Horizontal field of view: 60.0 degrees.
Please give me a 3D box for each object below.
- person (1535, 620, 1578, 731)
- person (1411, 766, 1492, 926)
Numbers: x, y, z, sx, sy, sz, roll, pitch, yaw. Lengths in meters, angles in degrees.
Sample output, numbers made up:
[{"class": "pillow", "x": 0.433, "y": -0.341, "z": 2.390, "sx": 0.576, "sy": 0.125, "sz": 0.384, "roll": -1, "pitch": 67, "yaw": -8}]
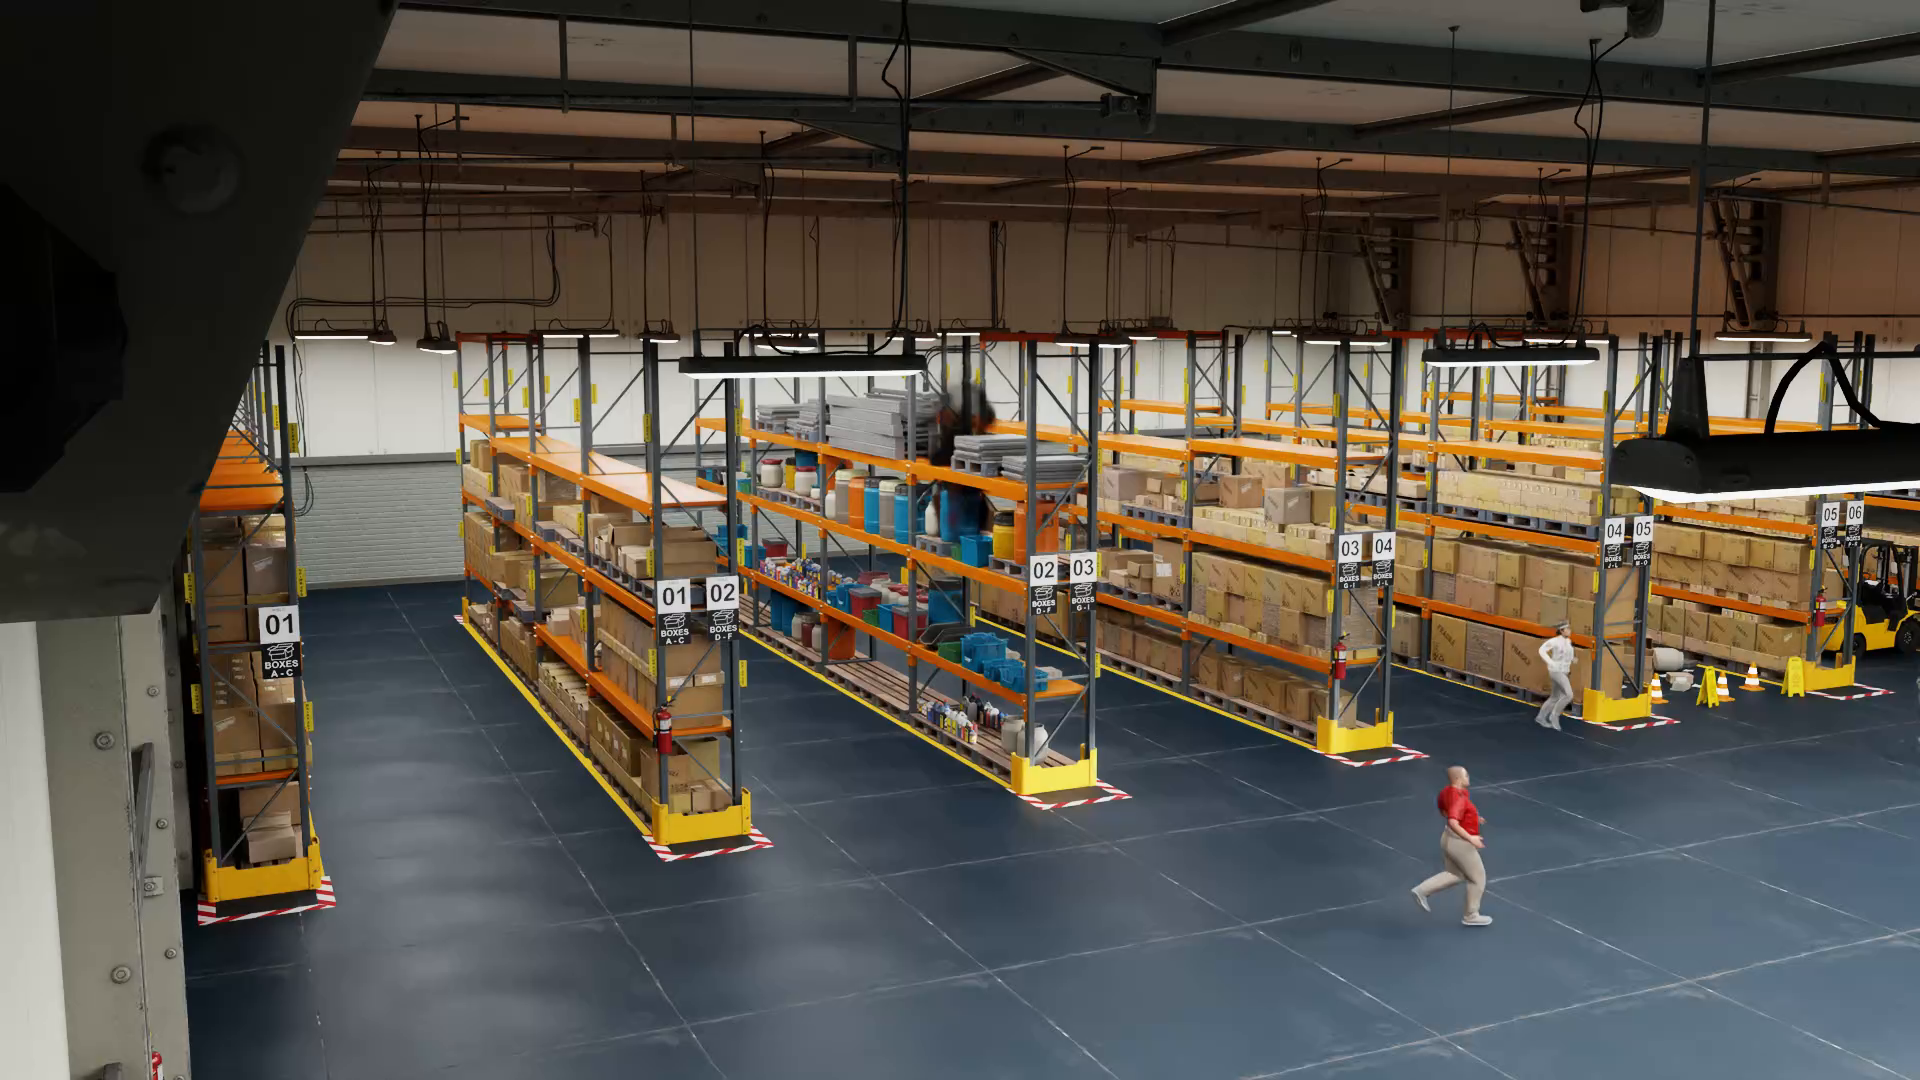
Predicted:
[{"class": "person", "x": 9.248, "y": 2.062, "z": 25.666, "sx": 0.593, "sy": 1.692, "sz": 0.609, "roll": 7, "pitch": 10, "yaw": 41}, {"class": "person", "x": 5.153, "y": 3.174, "z": 17.284, "sx": 0.830, "sy": 1.688, "sz": 0.675, "roll": -1, "pitch": 8, "yaw": -4}]
